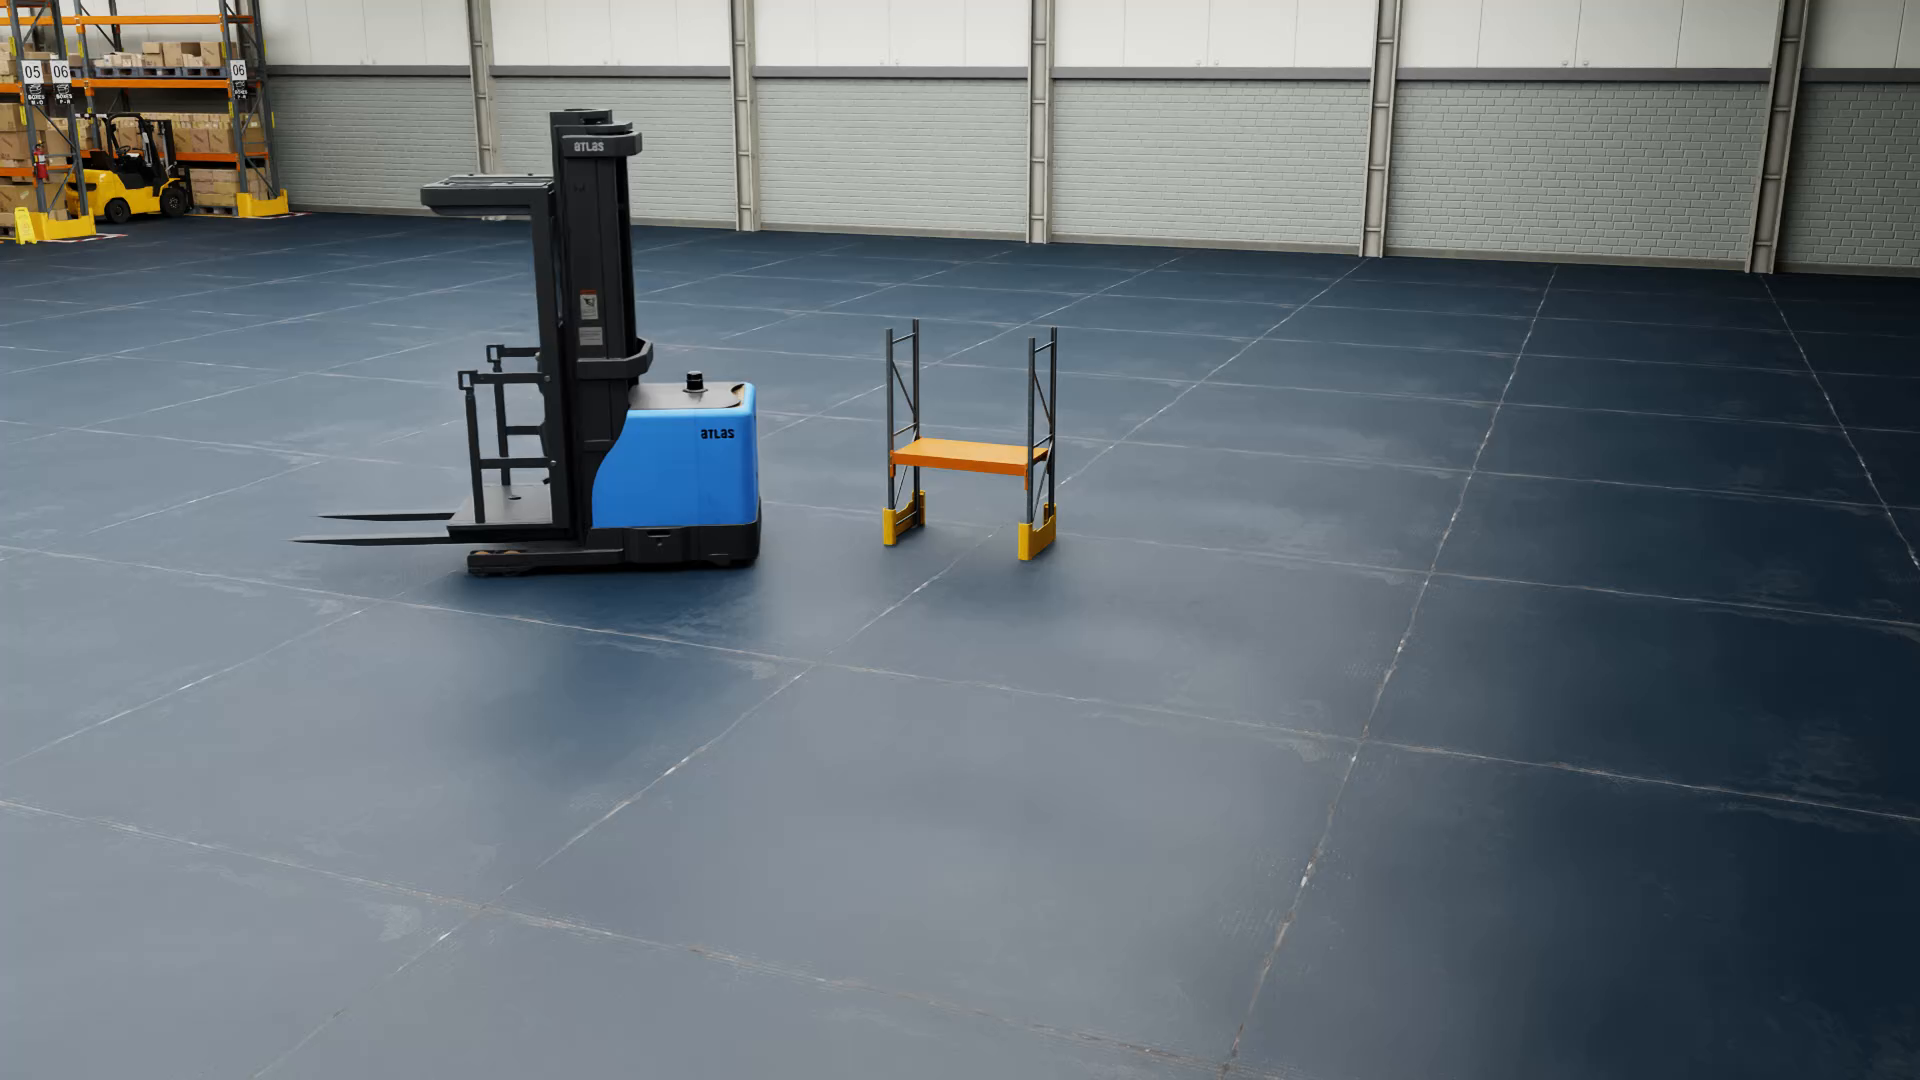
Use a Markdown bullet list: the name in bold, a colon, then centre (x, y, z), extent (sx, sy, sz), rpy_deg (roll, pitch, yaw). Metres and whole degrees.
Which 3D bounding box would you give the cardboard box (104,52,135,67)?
- **cardboard box**: centre (-18.021, -10.343, 35.767), extent (0.500, 0.311, 0.500), rpy_deg (7, 17, 22)

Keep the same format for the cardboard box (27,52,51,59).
- **cardboard box**: centre (-17.058, -8.939, 30.724), extent (0.250, 0.149, 0.380), rpy_deg (6, 17, 20)

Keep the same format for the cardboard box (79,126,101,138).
- **cardboard box**: centre (-19.256, -8.995, 36.652), extent (0.500, 0.250, 0.500), rpy_deg (6, 17, 19)

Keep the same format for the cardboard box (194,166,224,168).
- **cardboard box**: centre (-16.289, -7.998, 36.229), extent (0.500, 0.250, 0.500), rpy_deg (6, 17, 20)

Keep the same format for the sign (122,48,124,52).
- **sign**: centre (-18.503, -10.714, 36.751), extent (0.005, 0.325, 0.100), rpy_deg (6, 17, 21)

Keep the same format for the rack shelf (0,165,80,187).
- **rack shelf**: centre (-18.663, -7.006, 31.715), extent (4.000, 0.370, 1.077), rpy_deg (6, 17, 21)

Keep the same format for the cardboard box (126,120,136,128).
- **cardboard box**: centre (-17.809, -9.012, 35.994), extent (0.250, 0.149, 0.380), rpy_deg (7, 17, 22)

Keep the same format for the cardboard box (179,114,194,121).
- **cardboard box**: centre (-16.376, -8.998, 35.412), extent (0.250, 0.149, 0.380), rpy_deg (7, 18, 22)

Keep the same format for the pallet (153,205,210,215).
- **pallet**: centre (-16.842, -7.288, 36.398), extent (1.213, 0.211, 1.003), rpy_deg (6, 17, 21)

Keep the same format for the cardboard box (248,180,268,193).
- **cardboard box**: centre (-15.345, -7.658, 35.953), extent (0.500, 0.250, 0.500), rpy_deg (7, 17, 22)

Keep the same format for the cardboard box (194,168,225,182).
- **cardboard box**: centre (-16.004, -7.813, 35.590), extent (0.500, 0.250, 0.500), rpy_deg (7, 17, 22)

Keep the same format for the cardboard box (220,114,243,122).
- **cardboard box**: centre (-15.395, -8.919, 35.138), extent (0.250, 0.149, 0.380), rpy_deg (6, 17, 21)

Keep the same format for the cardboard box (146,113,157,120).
- **cardboard box**: centre (-17.290, -9.125, 35.849), extent (0.250, 0.149, 0.380), rpy_deg (6, 17, 20)

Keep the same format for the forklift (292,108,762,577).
- **forklift**: centre (-2.889, -1.320, 10.965), extent (3.031, 2.935, 1.130), rpy_deg (-1, 16, -5)

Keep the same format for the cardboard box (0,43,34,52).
- **cardboard box**: centre (-20.895, -10.749, 36.829), extent (0.500, 0.500, 0.500), rpy_deg (7, 17, 22)

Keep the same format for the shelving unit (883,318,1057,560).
- **shelving unit**: centre (0.071, -0.712, 11.438), extent (1.083, 1.500, 0.587), rpy_deg (6, 17, 21)

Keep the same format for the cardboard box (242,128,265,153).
- **cardboard box**: centre (-15.343, -8.605, 35.755), extent (0.500, 0.500, 0.500), rpy_deg (7, 18, 22)

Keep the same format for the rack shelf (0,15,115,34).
- **rack shelf**: centre (-20.566, -11.392, 36.780), extent (4.000, 0.370, 1.077), rpy_deg (6, 17, 21)

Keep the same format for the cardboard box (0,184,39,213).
- **cardboard box**: centre (-17.643, -6.402, 31.180), extent (0.500, 0.500, 0.500), rpy_deg (6, 17, 21)

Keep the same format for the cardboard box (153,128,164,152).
- **cardboard box**: centre (-16.966, -8.621, 35.810), extent (0.500, 0.500, 0.500), rpy_deg (6, 17, 21)

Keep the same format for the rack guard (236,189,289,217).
- **rack guard**: centre (-14.962, -7.231, 35.686), extent (0.348, 0.500, 1.175), rpy_deg (6, 17, 21)

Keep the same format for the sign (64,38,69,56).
- **sign**: centre (-16.603, -9.148, 30.855), extent (0.005, 0.325, 0.100), rpy_deg (6, 17, 21)

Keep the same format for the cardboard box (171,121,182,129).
- **cardboard box**: centre (-16.612, -8.882, 35.544), extent (0.250, 0.149, 0.380), rpy_deg (6, 17, 21)

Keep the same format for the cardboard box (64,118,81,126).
- **cardboard box**: centre (-19.559, -9.241, 36.781), extent (0.250, 0.149, 0.380), rpy_deg (6, 17, 21)

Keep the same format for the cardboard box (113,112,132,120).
- **cardboard box**: centre (-18.235, -9.238, 36.237), extent (0.250, 0.149, 0.380), rpy_deg (7, 17, 21)

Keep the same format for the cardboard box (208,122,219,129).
- **cardboard box**: centre (-15.658, -8.775, 35.177), extent (0.250, 0.149, 0.380), rpy_deg (7, 17, 22)

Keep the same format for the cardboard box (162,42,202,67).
- **cardboard box**: centre (-16.401, -10.285, 35.230), extent (0.500, 0.500, 0.700), rpy_deg (6, 17, 21)

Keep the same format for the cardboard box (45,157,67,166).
- **cardboard box**: centre (-17.042, -7.114, 31.250), extent (0.250, 0.149, 0.380), rpy_deg (6, 17, 21)

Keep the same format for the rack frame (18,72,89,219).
- **rack frame**: centre (-16.802, -7.147, 30.910), extent (0.127, 3.000, 1.000), rpy_deg (6, 17, 21)

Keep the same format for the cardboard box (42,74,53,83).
- **cardboard box**: centre (-16.991, -8.585, 30.934), extent (0.250, 0.149, 0.380), rpy_deg (6, 17, 21)

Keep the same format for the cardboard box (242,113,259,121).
- **cardboard box**: centre (-15.218, -9.026, 35.510), extent (0.250, 0.149, 0.380), rpy_deg (6, 17, 20)

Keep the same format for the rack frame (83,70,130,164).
- **rack frame**: centre (-18.705, -8.843, 36.756), extent (0.127, 3.000, 1.000), rpy_deg (6, 17, 21)

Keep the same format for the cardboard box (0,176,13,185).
- **cardboard box**: centre (-18.009, -6.734, 31.159), extent (0.250, 0.149, 0.380), rpy_deg (7, 18, 22)

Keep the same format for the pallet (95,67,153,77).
- **pallet**: centre (-17.902, -10.161, 36.072), extent (1.213, 0.211, 1.003), rpy_deg (6, 17, 21)

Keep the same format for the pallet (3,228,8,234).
- **pallet**: centre (-18.746, -6.033, 32.075), extent (1.213, 0.211, 1.003), rpy_deg (6, 17, 21)

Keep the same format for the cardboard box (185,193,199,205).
- **cardboard box**: centre (-16.458, -7.388, 35.922), extent (0.500, 0.250, 0.500), rpy_deg (6, 17, 21)

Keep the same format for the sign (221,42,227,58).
- **sign**: centre (-15.196, -10.123, 34.336), extent (0.005, 0.325, 0.100), rpy_deg (6, 17, 21)

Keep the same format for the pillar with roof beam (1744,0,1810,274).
- **pillar with roof beam**: centre (11.027, -7.435, 21.143), extent (0.400, 9.000, 9.100), rpy_deg (6, 17, 21)

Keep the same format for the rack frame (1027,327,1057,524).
- **rack frame**: centre (0.552, -0.660, 11.255), extent (0.032, 1.500, 0.500), rpy_deg (6, 17, 21)
